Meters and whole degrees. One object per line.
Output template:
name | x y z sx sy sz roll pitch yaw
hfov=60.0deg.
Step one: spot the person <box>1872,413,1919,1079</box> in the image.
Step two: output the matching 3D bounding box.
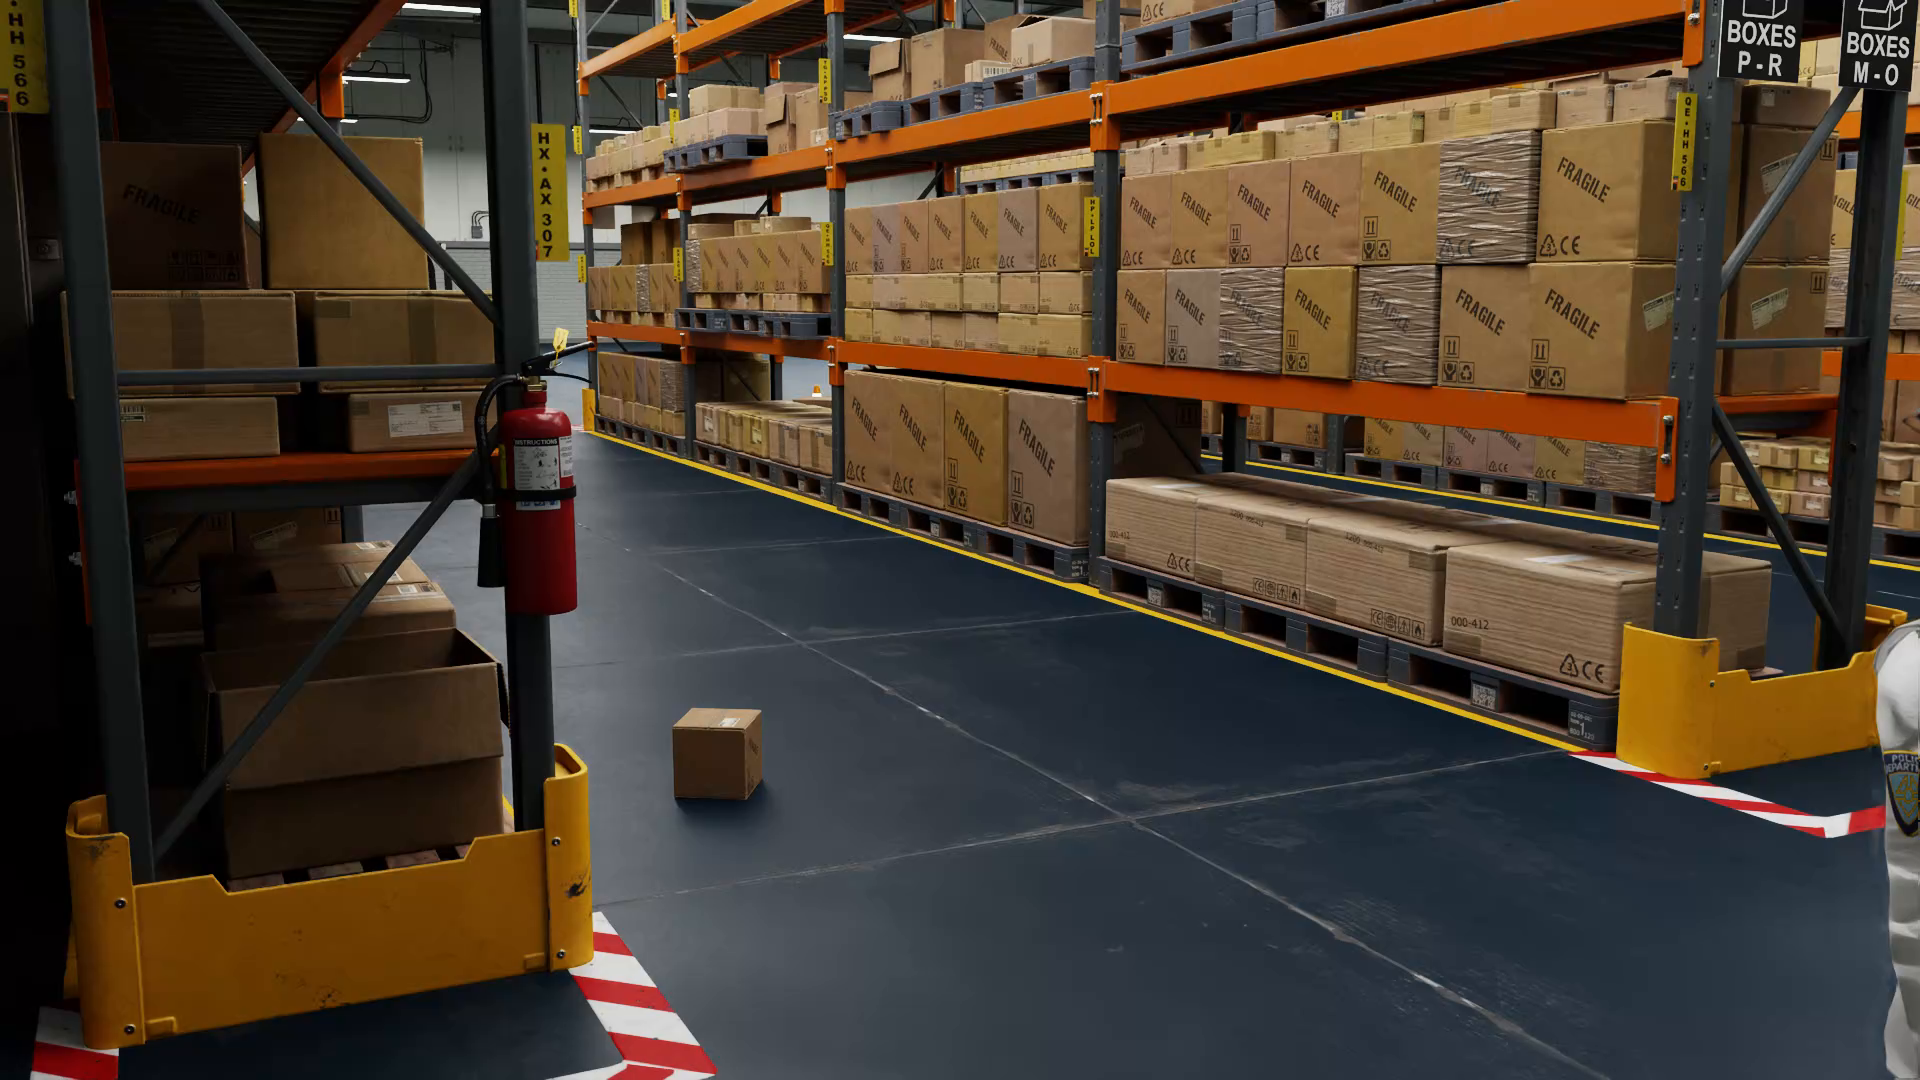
person | 1.169 0.606 1.711 0.483 1.655 0.834 -2 9 -13
